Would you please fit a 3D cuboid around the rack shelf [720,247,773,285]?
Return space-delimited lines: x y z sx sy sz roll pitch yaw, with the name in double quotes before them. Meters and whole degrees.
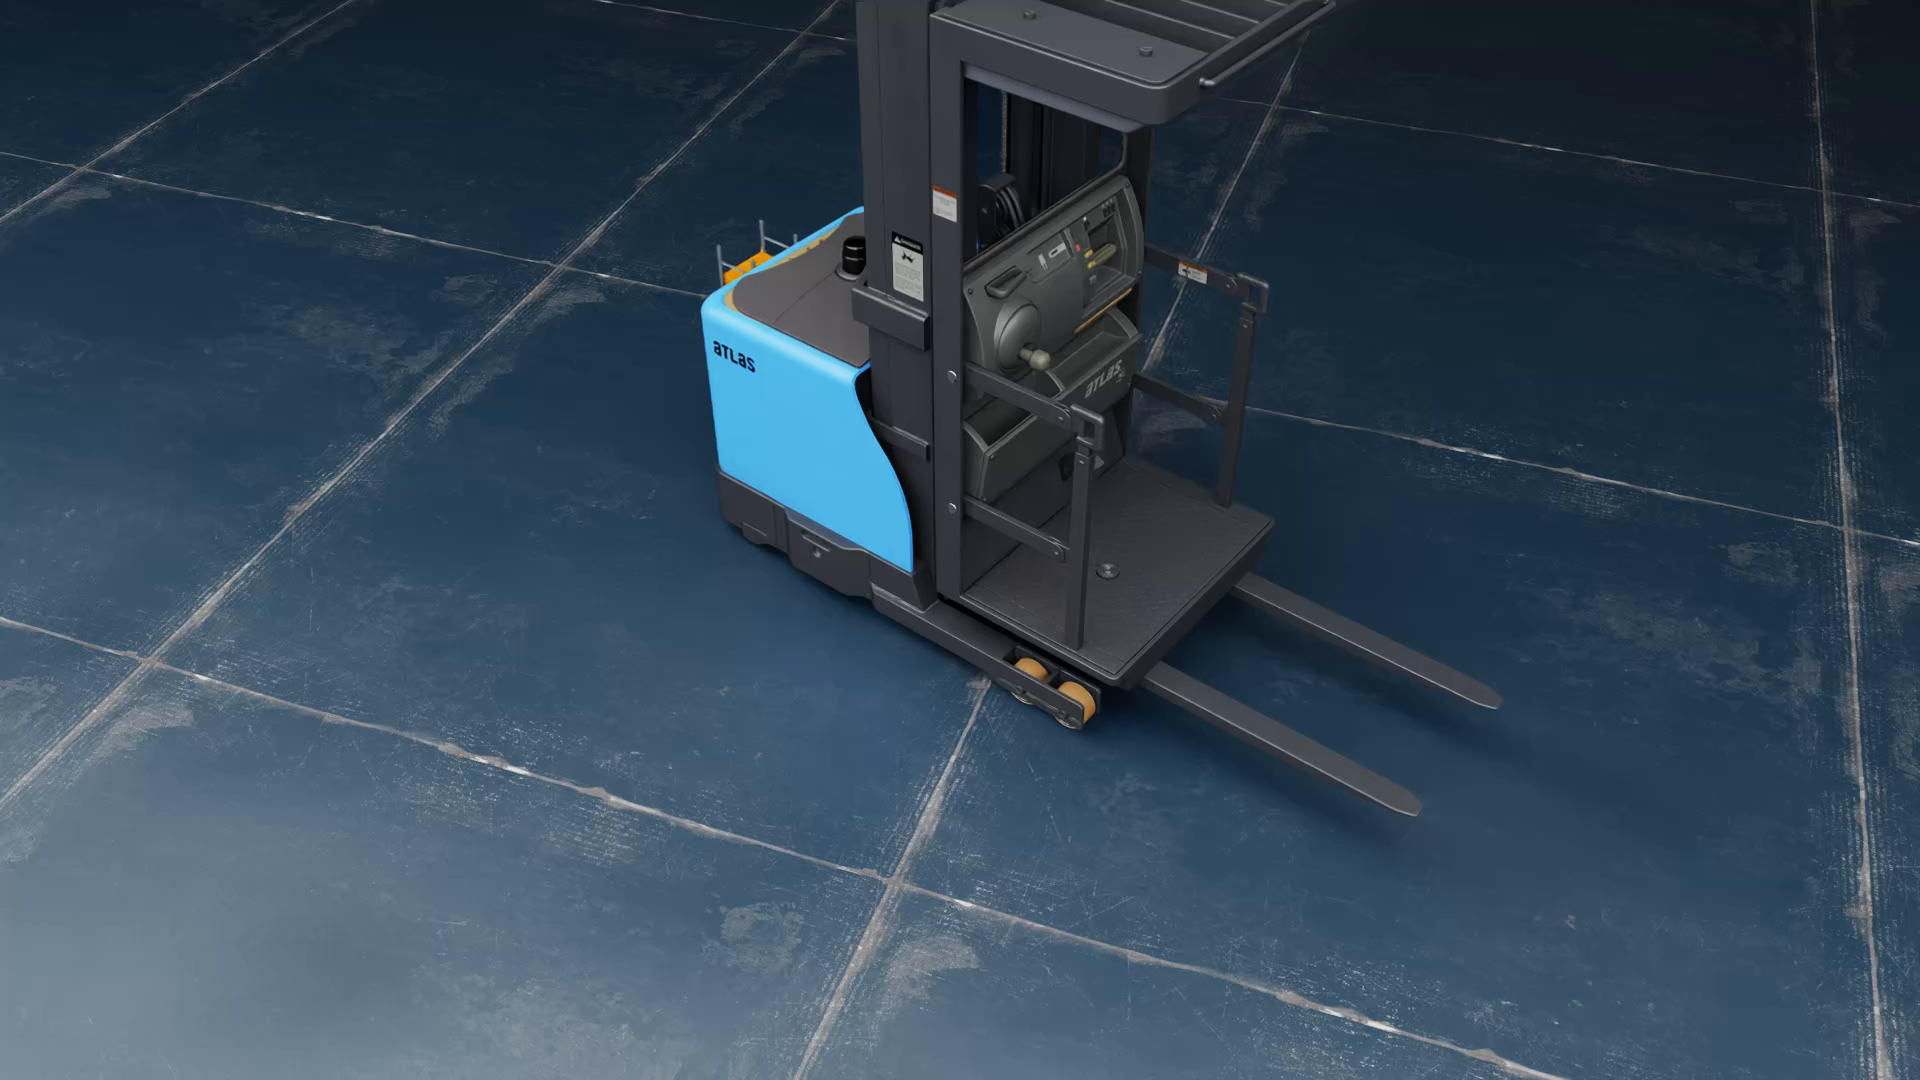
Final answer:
"rack shelf" -0.793 -0.982 6.671 0.215 0.259 0.240 27 47 28

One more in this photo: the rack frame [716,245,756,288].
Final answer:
"rack frame" -0.867 -0.711 6.774 0.200 1.050 0.008 27 47 28

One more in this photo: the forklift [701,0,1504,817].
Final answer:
"forklift" 0.492 -0.833 5.468 3.031 2.935 1.130 27 47 28

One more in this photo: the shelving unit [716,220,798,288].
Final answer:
"shelving unit" -0.793 -0.774 6.848 0.215 1.050 0.252 27 47 28

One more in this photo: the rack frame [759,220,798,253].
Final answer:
"rack frame" -0.719 -0.836 6.921 0.200 1.050 0.008 27 47 28
